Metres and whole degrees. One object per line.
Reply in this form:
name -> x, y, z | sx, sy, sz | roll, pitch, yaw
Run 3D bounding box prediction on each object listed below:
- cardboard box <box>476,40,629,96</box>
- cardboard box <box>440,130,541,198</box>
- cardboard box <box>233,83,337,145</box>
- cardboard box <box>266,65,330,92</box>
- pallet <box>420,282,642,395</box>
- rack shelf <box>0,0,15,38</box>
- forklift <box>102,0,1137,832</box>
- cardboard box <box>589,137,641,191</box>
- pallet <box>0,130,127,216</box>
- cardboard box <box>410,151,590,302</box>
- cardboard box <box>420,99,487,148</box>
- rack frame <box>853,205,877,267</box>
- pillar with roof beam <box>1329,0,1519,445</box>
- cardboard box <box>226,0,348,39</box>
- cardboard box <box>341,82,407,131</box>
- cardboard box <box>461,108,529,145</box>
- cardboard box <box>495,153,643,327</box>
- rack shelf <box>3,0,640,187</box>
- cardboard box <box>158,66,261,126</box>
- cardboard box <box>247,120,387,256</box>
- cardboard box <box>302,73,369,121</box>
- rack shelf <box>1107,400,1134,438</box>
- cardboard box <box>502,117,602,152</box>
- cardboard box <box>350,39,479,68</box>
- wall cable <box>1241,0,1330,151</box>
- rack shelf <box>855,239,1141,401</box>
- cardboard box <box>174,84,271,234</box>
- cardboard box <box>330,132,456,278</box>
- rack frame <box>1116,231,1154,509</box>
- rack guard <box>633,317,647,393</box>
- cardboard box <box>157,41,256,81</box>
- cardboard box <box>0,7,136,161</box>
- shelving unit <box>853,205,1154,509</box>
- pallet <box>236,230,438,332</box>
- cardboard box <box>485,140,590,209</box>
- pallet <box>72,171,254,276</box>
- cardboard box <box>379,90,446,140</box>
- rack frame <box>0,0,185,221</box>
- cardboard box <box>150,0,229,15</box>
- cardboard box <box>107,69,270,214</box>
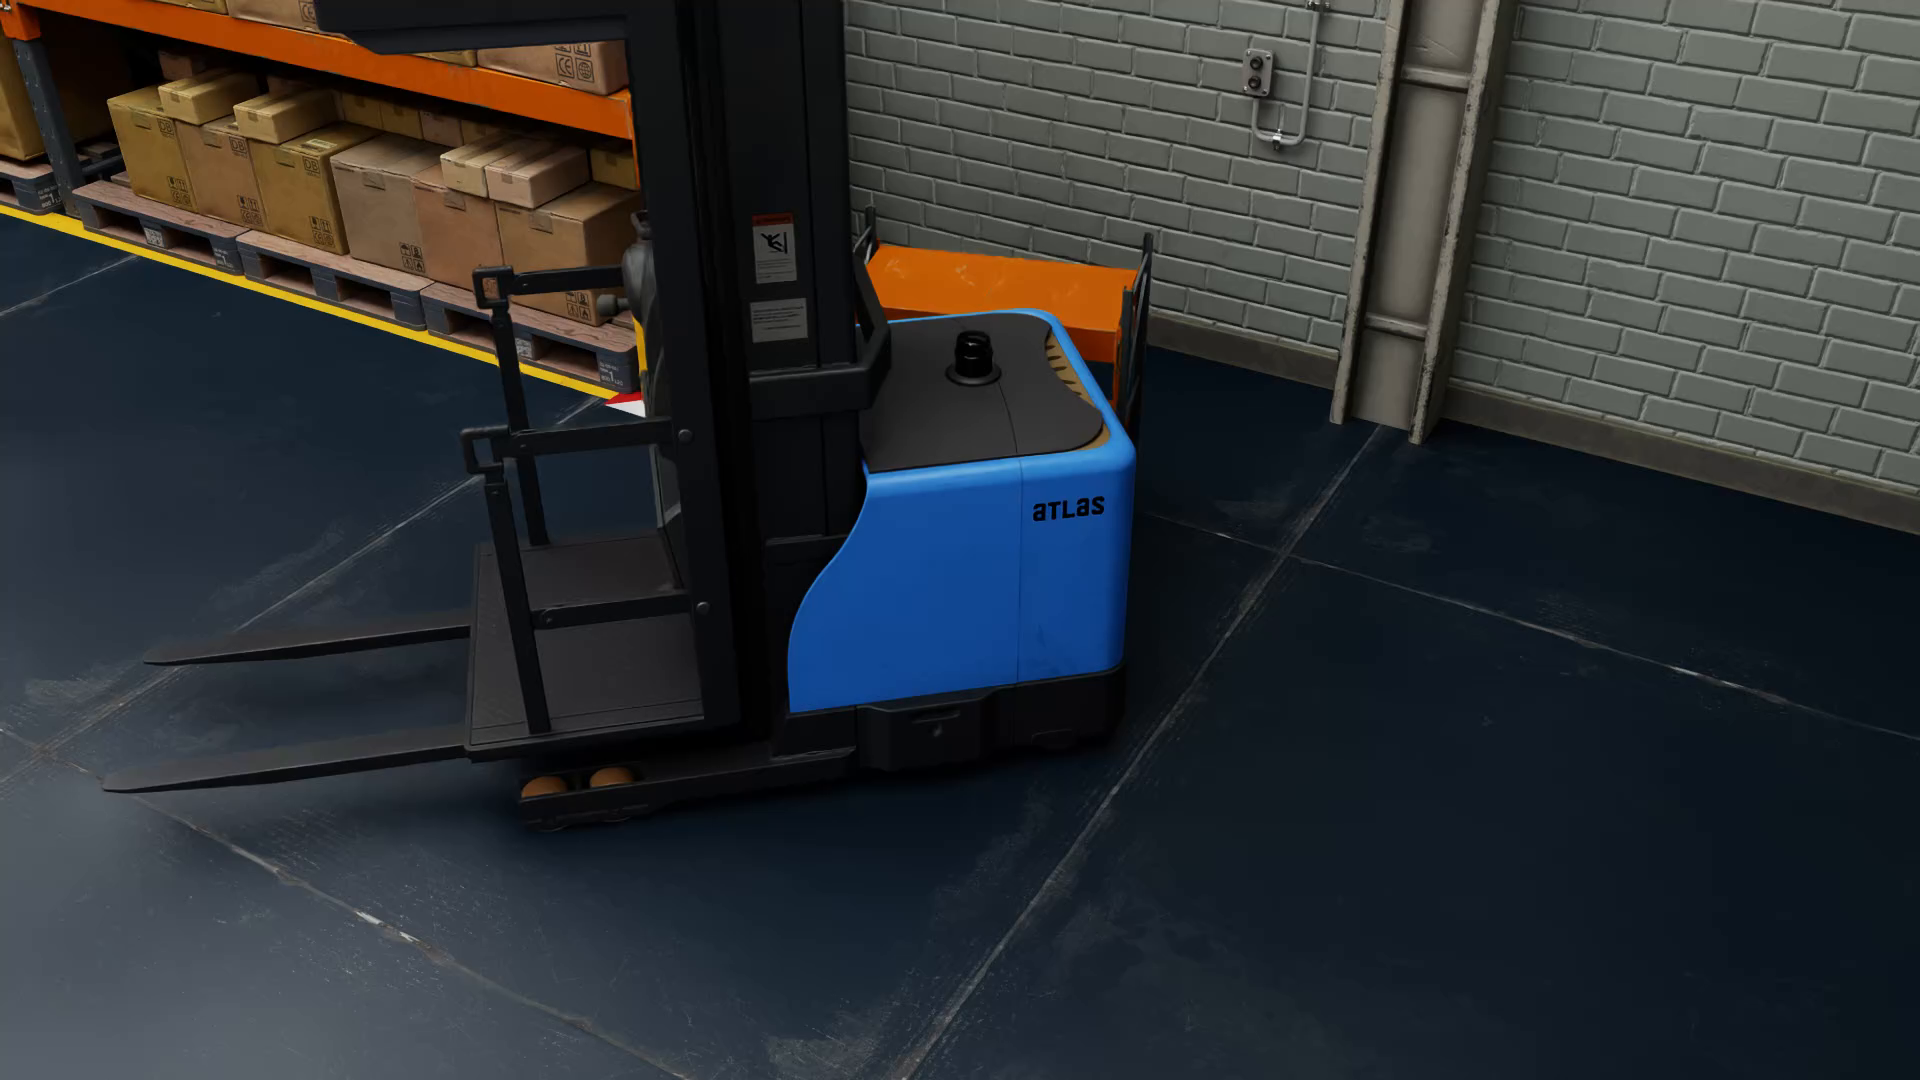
cardboard box -> -1.420, -2.354, 6.808 | 0.700, 0.700, 0.980 | 19, 38, 26
cardboard box -> -2.054, -1.660, 7.327 | 0.250, 0.149, 0.380 | 19, 38, 26
cardboard box -> -3.187, -2.017, 7.864 | 0.250, 0.149, 0.380 | 16, 37, 23
cardboard box -> -3.187, -2.262, 8.232 | 0.250, 0.149, 0.380 | 16, 37, 23
pallet -> -1.705, -1.115, 7.734 | 1.213, 0.211, 1.003 | 18, 37, 24
rack shelf -> -6.182, -3.444, 9.365 | 4.000, 0.370, 1.077 | 18, 37, 24
forklift -> -1.051, -0.673, 4.616 | 3.031, 2.935, 1.130 | -7, 34, -10
cardboard box -> -1.422, -1.704, 7.394 | 0.250, 0.149, 0.380 | 18, 38, 25
pallet -> -5.153, -2.209, 9.376 | 1.213, 0.211, 1.003 | 18, 37, 24
cardboard box -> -2.064, -1.510, 7.687 | 0.500, 0.500, 0.700 | 17, 37, 24
cardboard box -> -2.300, -1.982, 7.811 | 0.250, 0.149, 0.380 | 18, 38, 25
rack frame -> -0.381, -0.615, 6.158 | 0.032, 1.125, 0.500 | 8, 34, 11
pillar with roof beam -> -0.335, -2.192, 1.424 | 0.400, 9.000, 9.100 | 18, 37, 24
cardboard box -> -2.715, -2.763, 7.422 | 0.700, 0.700, 0.980 | 16, 37, 22
cardboard box -> -2.743, -2.122, 8.021 | 0.250, 0.149, 0.380 | 17, 37, 24
cardboard box -> -2.079, -1.912, 7.706 | 0.250, 0.149, 0.380 | 18, 38, 25
cardboard box -> -1.630, -1.372, 7.481 | 0.500, 0.500, 0.700 | 18, 37, 24
rack shelf -> -2.709, -2.344, 7.713 | 4.000, 0.370, 1.077 | 18, 37, 24
cardboard box -> -3.640, -2.161, 8.080 | 0.250, 0.149, 0.380 | 19, 38, 26
cardboard box -> -2.968, -1.791, 8.109 | 0.500, 0.500, 0.700 | 18, 38, 25
cardboard box -> -2.968, -2.192, 8.127 | 0.250, 0.149, 0.380 | 18, 38, 25
rack shelf -> 0.113, -0.344, 6.193 | 1.000, 0.278, 0.538 | 8, 34, 11
cardboard box -> -1.862, -1.843, 7.602 | 0.250, 0.149, 0.380 | 18, 38, 25
cardboard box -> -2.057, -2.548, 7.100 | 0.700, 0.700, 0.980 | 17, 37, 24
wall cable -> 0.609, -2.619, 6.561 | 1.851, 1.984, 0.084 | 18, 37, 24
rack shelf -> 0.113, -0.791, 5.896 | 1.000, 0.278, 0.538 | 8, 34, 11
cardboard box -> -3.412, -1.933, 8.323 | 0.500, 0.500, 0.700 | 17, 37, 24
cardboard box -> -2.501, -1.648, 7.894 | 0.500, 0.500, 0.700 | 16, 37, 23
rack frame -> 0.607, -0.481, 5.958 | 0.032, 1.125, 0.500 | 8, 34, 11
rack guard -> -0.951, -1.046, 7.370 | 0.348, 0.500, 1.175 | 18, 37, 24
cardboard box -> -3.874, -2.478, 8.556 | 0.250, 0.149, 0.380 | 17, 37, 24
cardboard box -> -5.074, -2.590, 8.993 | 0.750, 0.750, 0.750 | 18, 38, 25
shelving unit -> 0.113, -0.548, 6.058 | 1.048, 1.125, 0.538 | 8, 34, 11
pallet -> -2.760, -1.451, 8.239 | 1.213, 0.211, 1.003 | 18, 37, 24
cardboard box -> -1.832, -1.590, 7.222 | 0.250, 0.149, 0.380 | 17, 37, 24
pallet -> -3.824, -1.786, 8.742 | 1.213, 0.211, 1.003 | 18, 37, 24
cardboard box -> -2.524, -2.052, 7.916 | 0.250, 0.149, 0.380 | 18, 38, 25
rack frame -> -4.445, -3.193, 8.339 | 0.127, 3.000, 1.000 | 18, 37, 24
cardboard box -> -3.351, -2.958, 7.715 | 0.700, 0.700, 0.980 | 17, 37, 23
cardboard box -> -3.847, -2.073, 8.533 | 0.500, 0.500, 0.700 | 18, 38, 25
